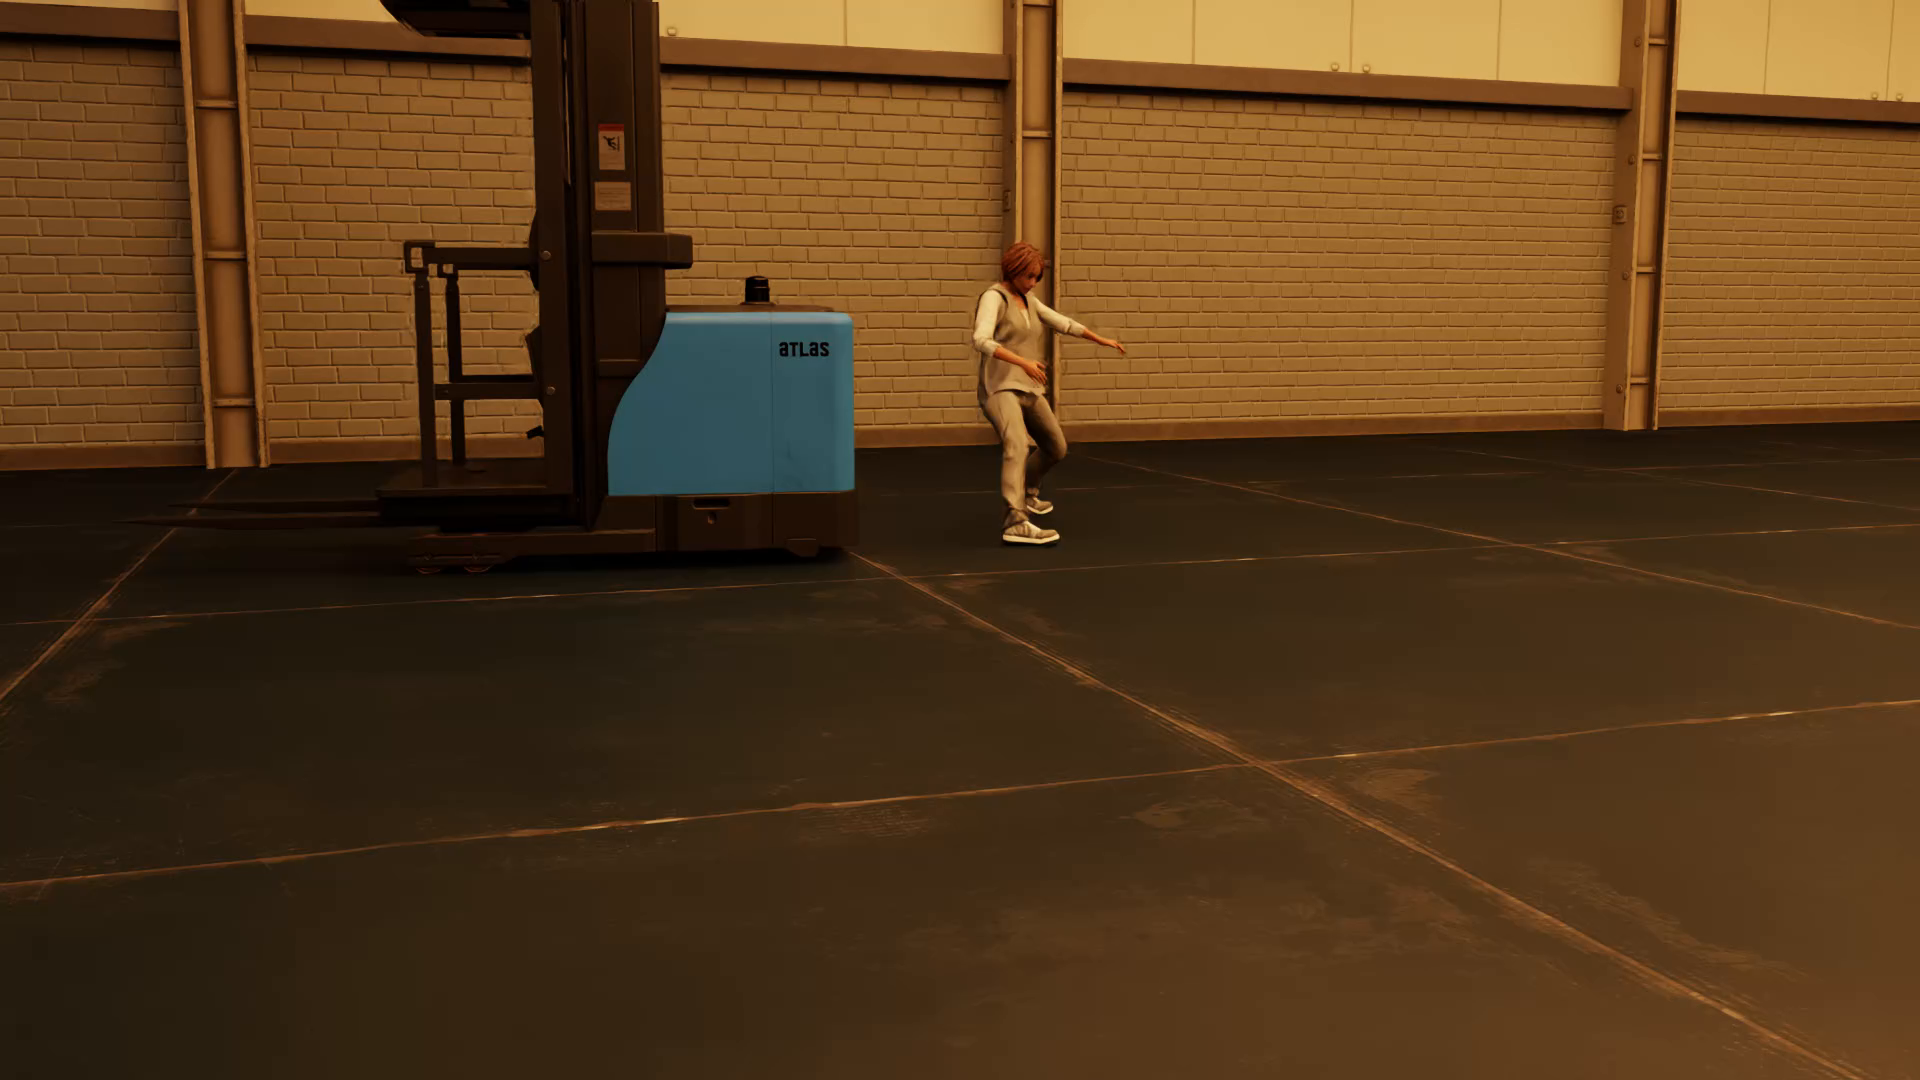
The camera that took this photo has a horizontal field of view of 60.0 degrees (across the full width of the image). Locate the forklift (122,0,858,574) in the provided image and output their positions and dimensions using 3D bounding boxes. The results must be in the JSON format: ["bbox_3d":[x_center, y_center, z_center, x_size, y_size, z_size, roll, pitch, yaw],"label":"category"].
[{"bbox_3d":[-2.012,-1.387,7.249,3.031,2.935,1.130,-1,8,-10],"label":"forklift"}]

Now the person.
[{"bbox_3d":[0.383,-0.755,8.217,0.839,1.409,1.110,6,10,36],"label":"person"}]
